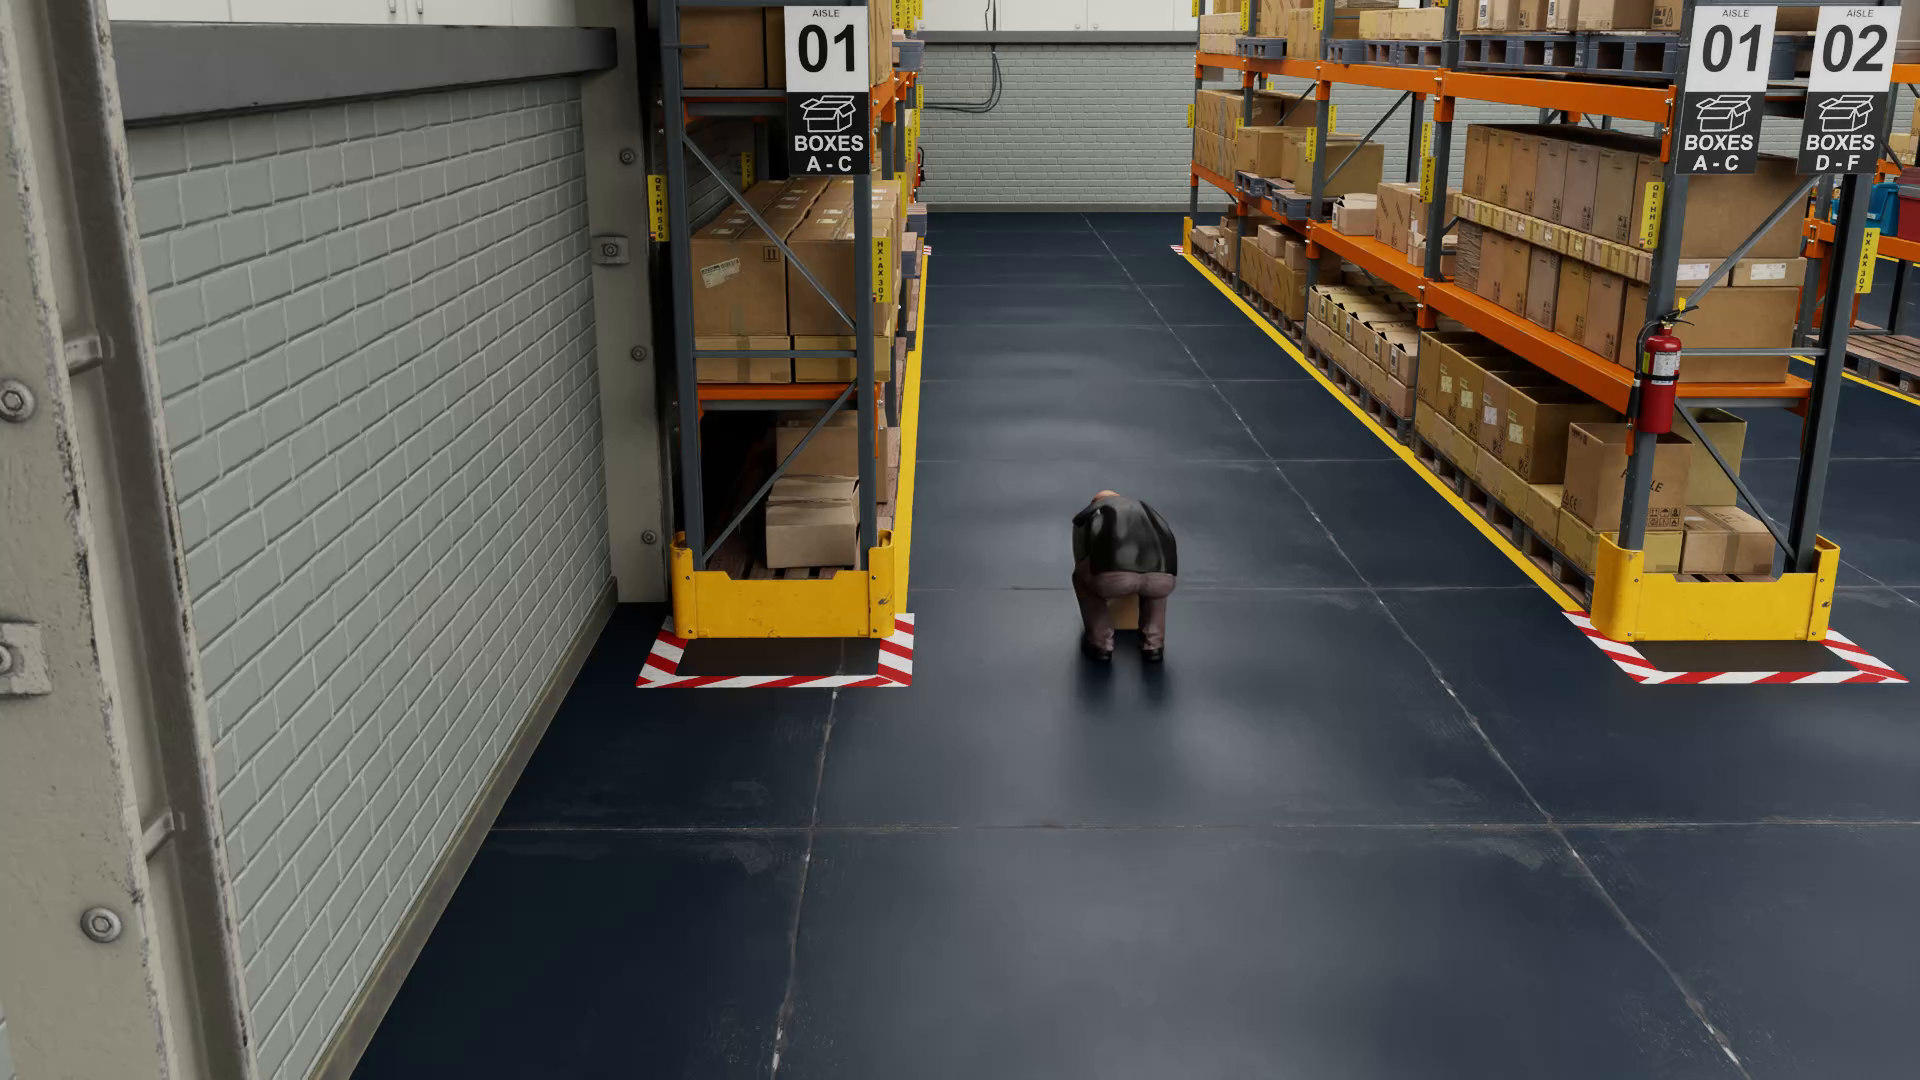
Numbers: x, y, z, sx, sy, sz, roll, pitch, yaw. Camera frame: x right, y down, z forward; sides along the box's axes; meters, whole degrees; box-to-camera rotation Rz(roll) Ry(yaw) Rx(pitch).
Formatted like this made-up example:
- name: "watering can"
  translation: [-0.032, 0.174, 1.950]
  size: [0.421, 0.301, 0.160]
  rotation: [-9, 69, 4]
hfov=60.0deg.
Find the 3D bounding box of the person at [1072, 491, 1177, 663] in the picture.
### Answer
- name: "person"
  translation: [0.842, 0.178, 8.654]
  size: [0.505, 0.794, 0.943]
  rotation: [-1, 17, -2]
